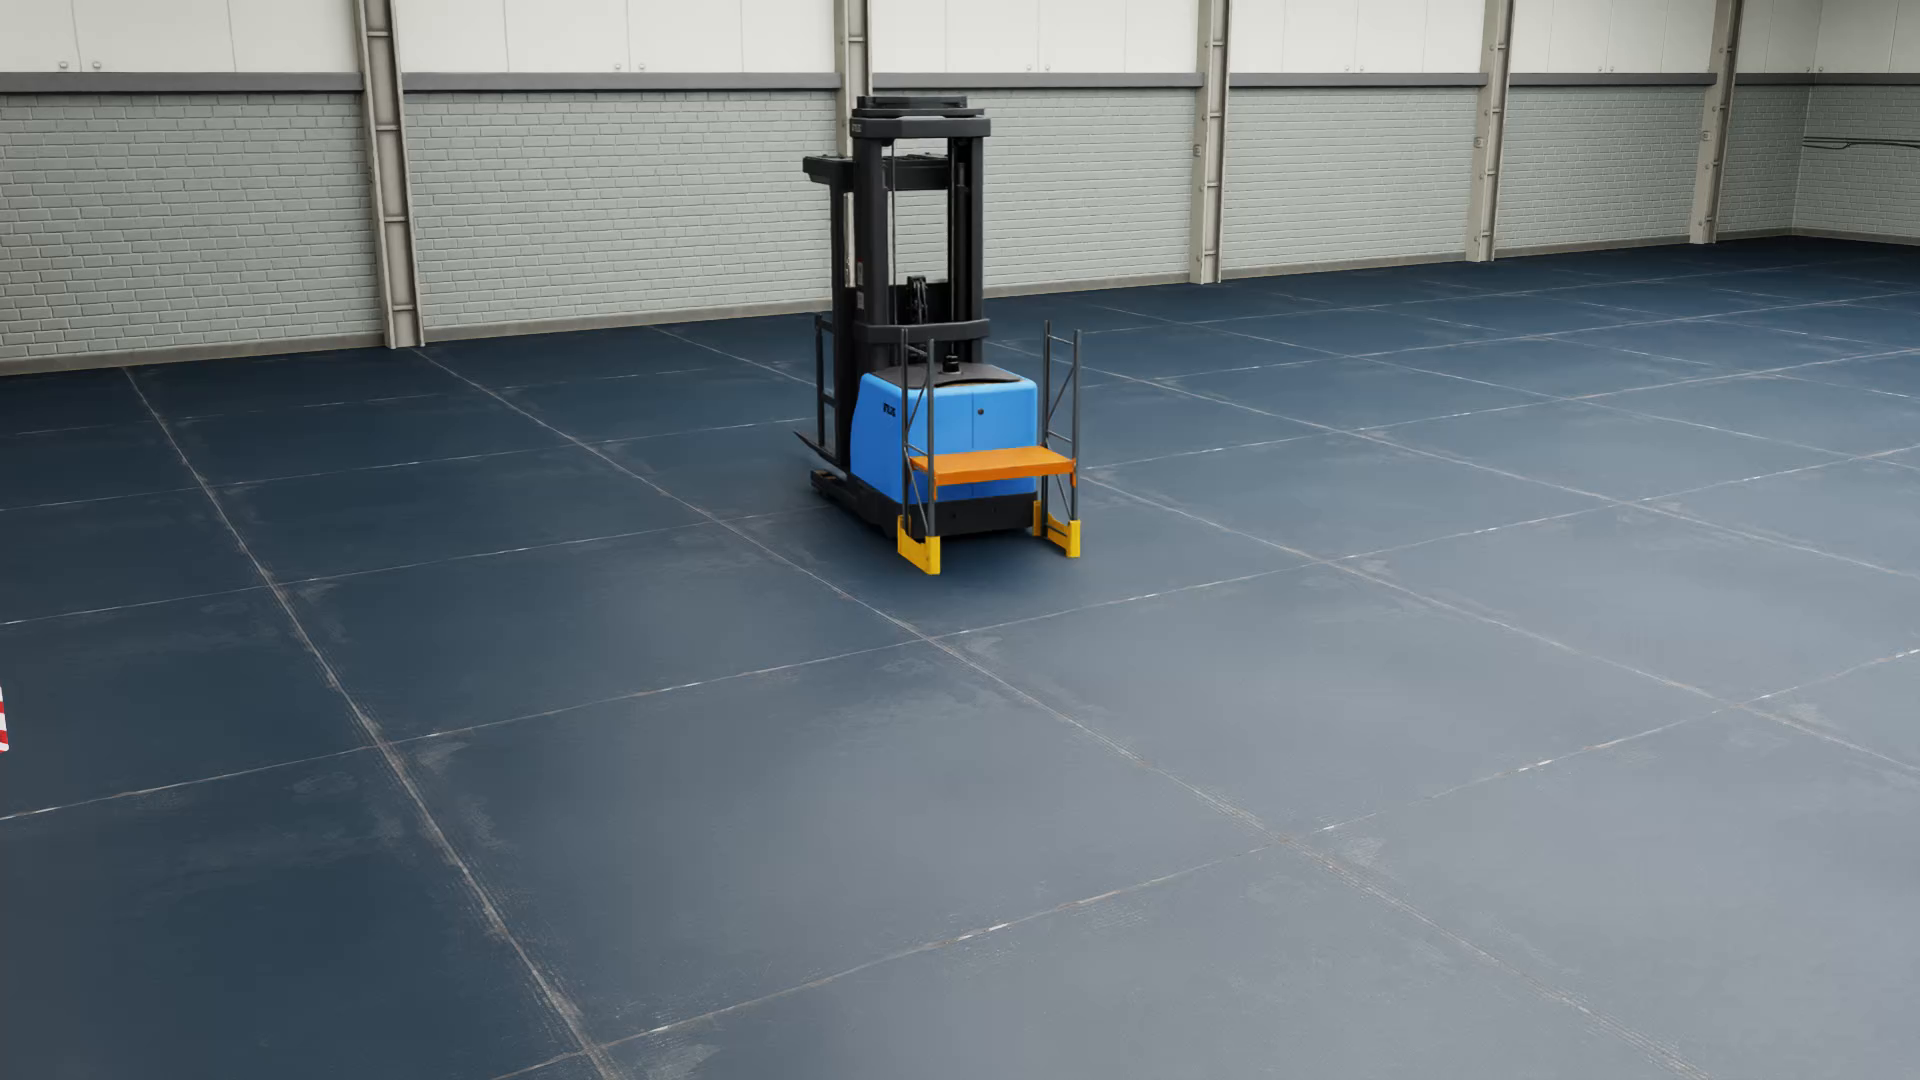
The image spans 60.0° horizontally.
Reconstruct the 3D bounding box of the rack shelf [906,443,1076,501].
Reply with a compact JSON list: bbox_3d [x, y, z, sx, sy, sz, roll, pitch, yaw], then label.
[{"bbox_3d":[0.198,-0.453,10.912,1.000,0.185,0.538,-6,17,-22],"label":"rack shelf"}]

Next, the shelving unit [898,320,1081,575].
[{"bbox_3d":[0.189,-0.625,10.860,1.083,1.500,0.587,-6,17,-22],"label":"shelving unit"}]

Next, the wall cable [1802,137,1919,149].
[{"bbox_3d":[17.245,-8.566,31.048,0.112,2.526,3.097,-9,18,-30],"label":"wall cable"}]

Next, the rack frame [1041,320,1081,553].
[{"bbox_3d":[0.667,-0.679,11.052,0.032,1.500,0.500,-6,17,-22],"label":"rack frame"}]

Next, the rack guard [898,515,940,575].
[{"bbox_3d":[-0.270,0.029,10.844,0.087,0.250,0.587,-6,17,-22],"label":"rack guard"}]

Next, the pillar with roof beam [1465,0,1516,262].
[{"bbox_3d":[11.113,-8.127,23.731,0.400,9.000,9.100,-9,18,-30],"label":"pillar with roof beam"}]

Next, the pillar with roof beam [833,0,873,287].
[{"bbox_3d":[0.827,-6.459,17.780,0.400,9.000,9.100,-9,18,-30],"label":"pillar with roof beam"}]

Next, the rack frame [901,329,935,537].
[{"bbox_3d":[-0.271,-0.573,10.675,0.032,1.500,0.500,-6,17,-22],"label":"rack frame"}]

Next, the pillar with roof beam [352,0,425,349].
[{"bbox_3d":[-4.317,-5.625,14.805,0.400,9.000,9.100,-9,18,-30],"label":"pillar with roof beam"}]

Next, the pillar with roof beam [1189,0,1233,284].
[{"bbox_3d":[5.970,-7.293,20.756,0.400,9.000,9.100,-9,18,-30],"label":"pillar with roof beam"}]

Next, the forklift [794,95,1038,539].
[{"bbox_3d":[-0.491,-1.767,12.283,1.130,2.935,3.031,-6,17,-22],"label":"forklift"}]

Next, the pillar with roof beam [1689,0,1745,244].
[{"bbox_3d":[16.256,-8.961,26.706,0.400,9.000,9.100,-9,18,-30],"label":"pillar with roof beam"}]

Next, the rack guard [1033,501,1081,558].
[{"bbox_3d":[0.649,-0.075,11.214,0.087,0.250,0.587,-6,17,-22],"label":"rack guard"}]
